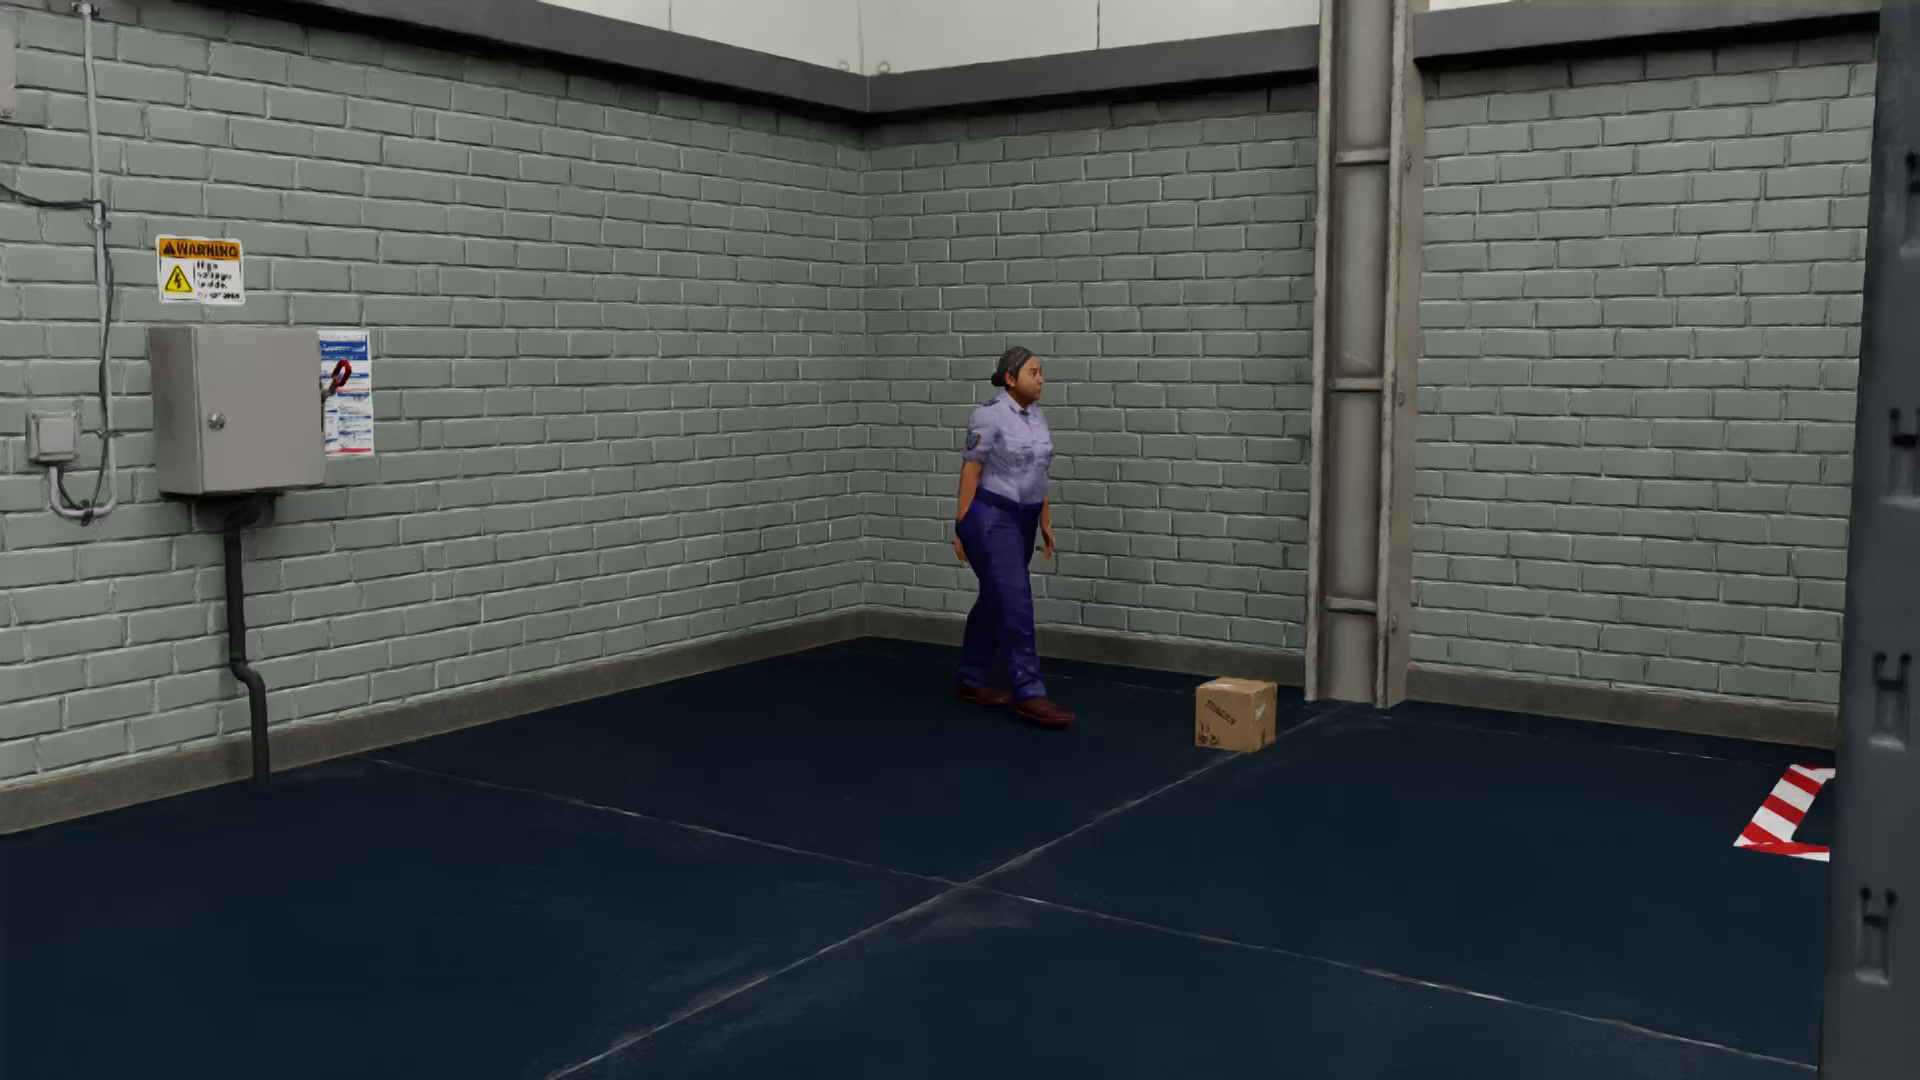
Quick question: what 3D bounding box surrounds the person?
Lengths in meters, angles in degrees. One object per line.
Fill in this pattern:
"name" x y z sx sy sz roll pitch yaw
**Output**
"person" 0.269 -0.044 7.402 0.750 1.626 0.506 4 8 31
